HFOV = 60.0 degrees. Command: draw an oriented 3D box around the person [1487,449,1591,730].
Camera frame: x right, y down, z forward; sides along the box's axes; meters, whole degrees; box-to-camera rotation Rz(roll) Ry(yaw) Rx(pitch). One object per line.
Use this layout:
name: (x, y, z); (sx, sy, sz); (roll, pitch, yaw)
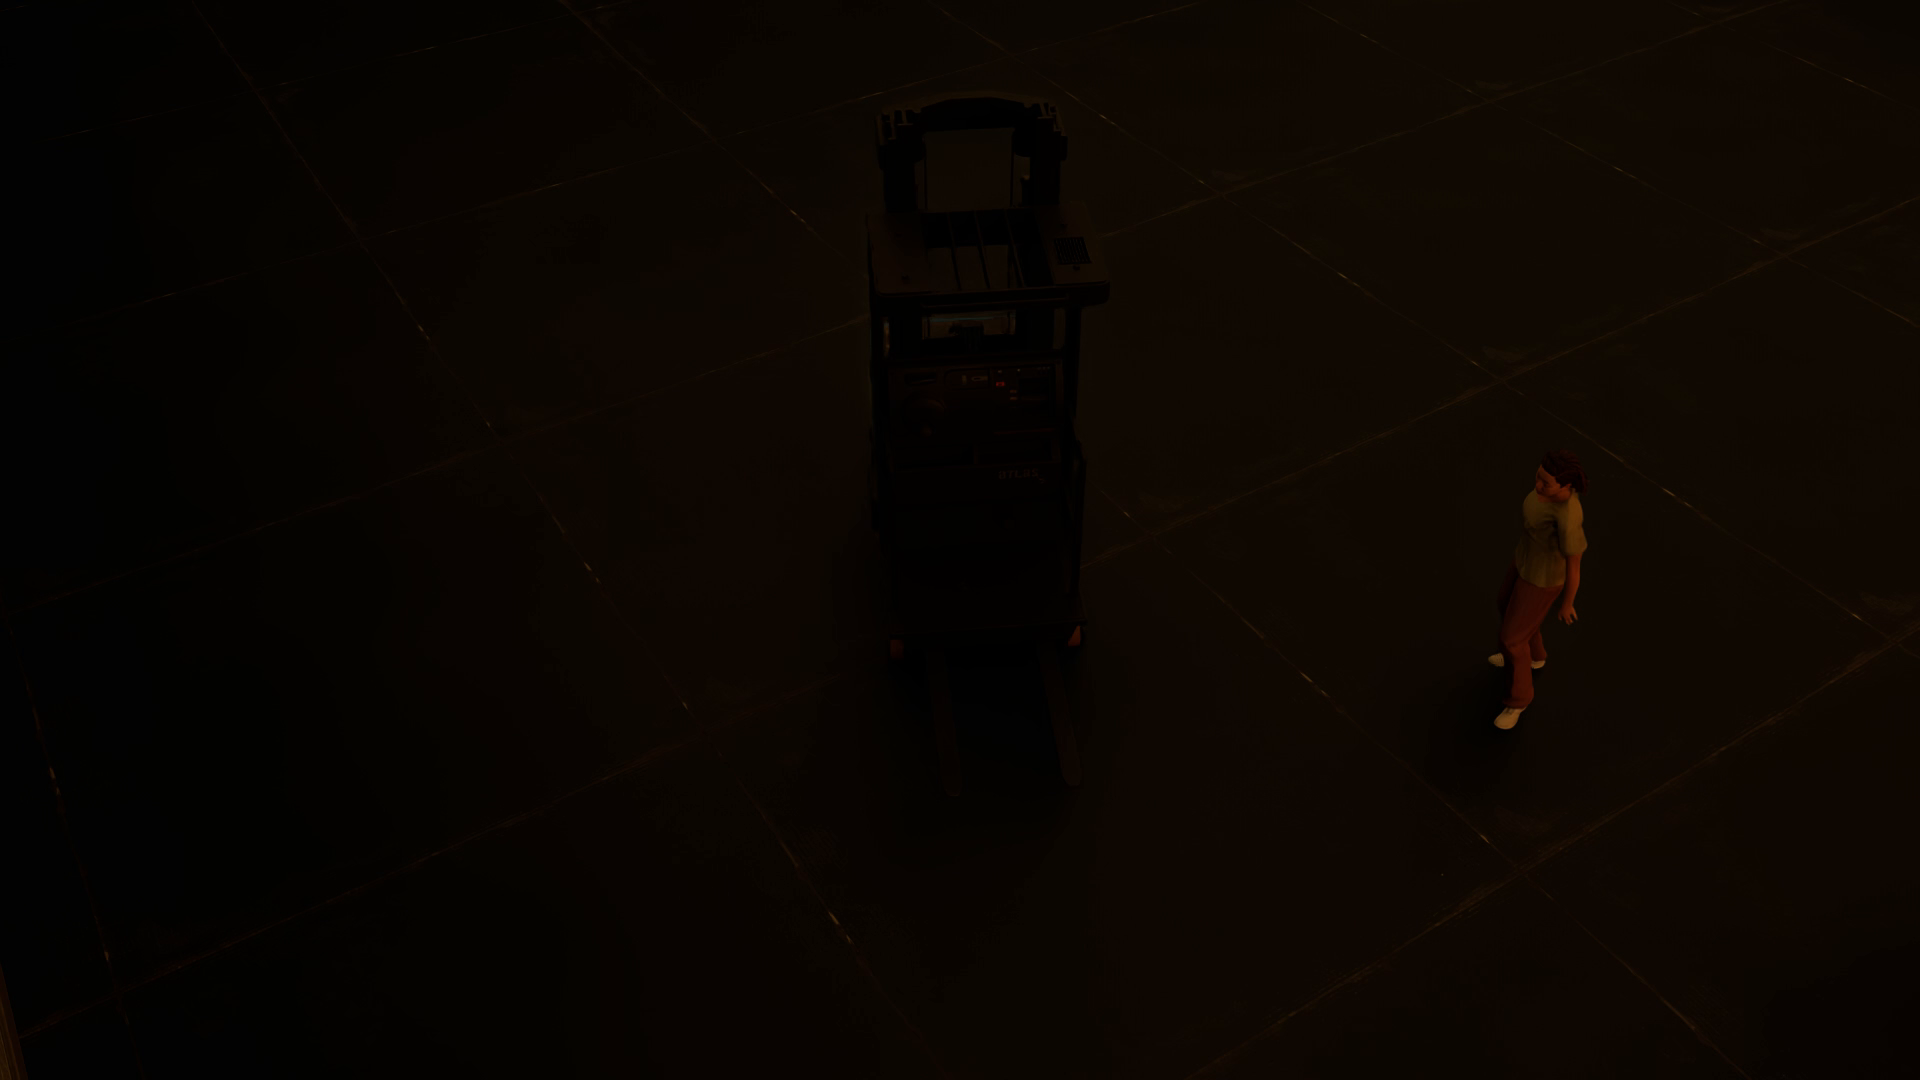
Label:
person: (3.052, 0.170, 8.682); (0.403, 1.643, 0.808); (4, 41, 4)

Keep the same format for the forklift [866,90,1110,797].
forklift: (0.110, -0.671, 8.639); (1.130, 2.935, 3.031); (-4, 41, -5)
